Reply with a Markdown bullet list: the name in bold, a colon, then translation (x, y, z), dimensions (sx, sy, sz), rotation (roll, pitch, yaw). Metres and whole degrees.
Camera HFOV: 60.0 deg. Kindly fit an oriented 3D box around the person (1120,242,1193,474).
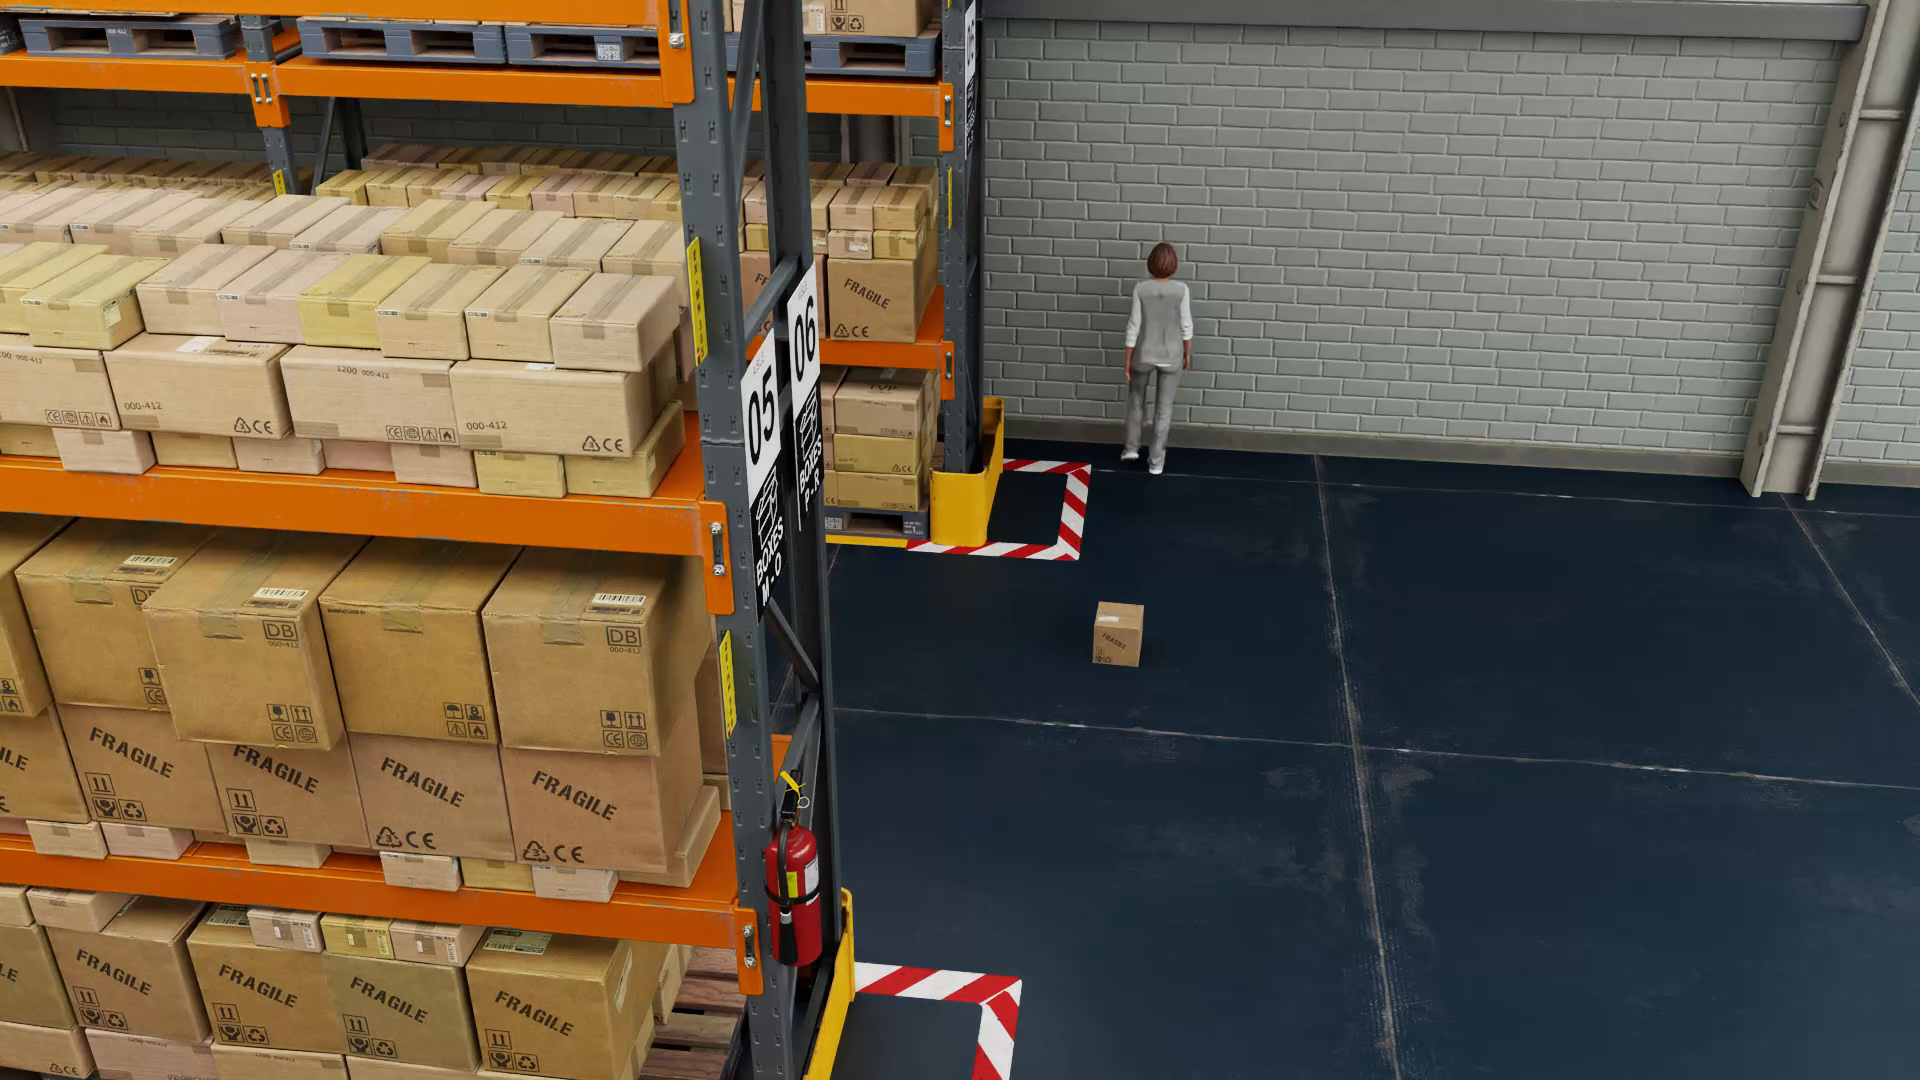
- **person**: translation (1.298, -1.191, 10.934), dimensions (0.437, 1.653, 0.429), rotation (4, 29, 8)
